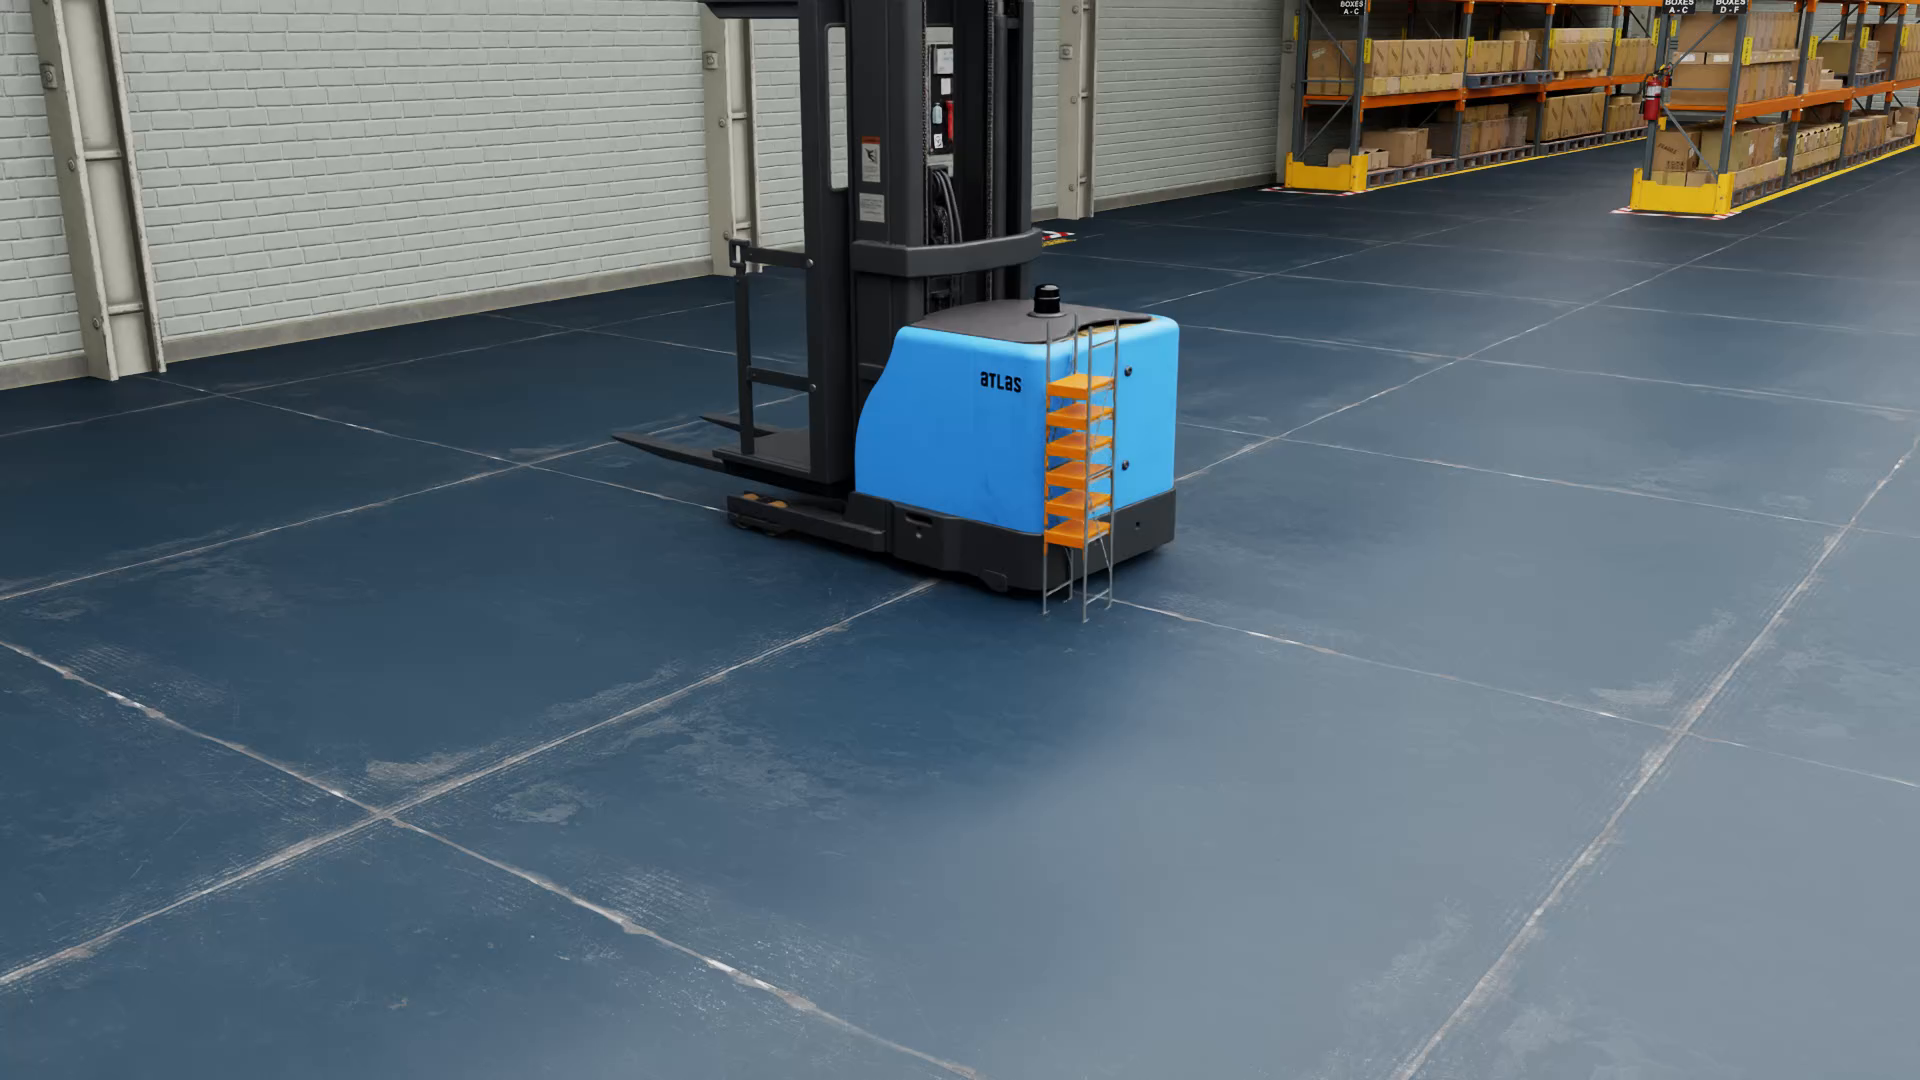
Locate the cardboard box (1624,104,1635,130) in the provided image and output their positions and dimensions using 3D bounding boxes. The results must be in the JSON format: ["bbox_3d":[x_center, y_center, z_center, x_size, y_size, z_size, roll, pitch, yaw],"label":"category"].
[{"bbox_3d":[13.565,-8.813,34.573,0.700,0.500,0.500,13,21,36],"label":"cardboard box"}]

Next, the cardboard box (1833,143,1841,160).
[{"bbox_3d":[13.907,-6.298,26.893,0.500,0.250,0.500,13,21,36],"label":"cardboard box"}]

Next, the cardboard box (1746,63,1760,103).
[{"bbox_3d":[10.156,-6.073,22.073,0.700,0.500,0.500,13,21,35],"label":"cardboard box"}]

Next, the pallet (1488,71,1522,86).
[{"bbox_3d":[8.897,-7.883,28.393,1.003,0.211,1.213,12,21,35],"label":"pallet"}]

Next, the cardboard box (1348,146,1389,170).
[{"bbox_3d":[6.102,-5.758,25.020,0.500,0.311,0.500,15,22,39],"label":"cardboard box"}]

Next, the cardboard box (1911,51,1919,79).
[{"bbox_3d":[17.835,-9.015,31.547,0.500,0.500,0.500,12,21,34],"label":"cardboard box"}]

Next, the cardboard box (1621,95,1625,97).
[{"bbox_3d":[13.786,-9.315,35.094,0.380,0.149,0.250,13,21,35],"label":"cardboard box"}]

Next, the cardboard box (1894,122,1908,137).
[{"bbox_3d":[18.075,-7.987,32.300,0.500,0.250,0.500,12,21,35],"label":"cardboard box"}]

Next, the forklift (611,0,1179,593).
[{"bbox_3d":[-0.476,-1.521,7.699,3.031,2.935,1.130,14,22,38],"label":"forklift"}]

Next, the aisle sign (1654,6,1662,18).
[{"bbox_3d":[15.095,-11.564,35.541,0.394,0.787,0.004,12,21,35],"label":"aisle sign"}]

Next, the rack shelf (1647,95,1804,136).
[{"bbox_3d":[10.450,-5.806,22.595,1.077,0.370,4.000,12,21,35],"label":"rack shelf"}]

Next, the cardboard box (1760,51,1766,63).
[{"bbox_3d":[10.430,-6.393,22.011,0.380,0.149,0.250,12,21,34],"label":"cardboard box"}]

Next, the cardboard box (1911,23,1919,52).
[{"bbox_3d":[17.528,-9.364,30.986,0.500,0.500,0.500,12,21,33],"label":"cardboard box"}]

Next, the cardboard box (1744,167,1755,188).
[{"bbox_3d":[10.349,-4.888,22.353,0.500,0.250,0.500,12,21,35],"label":"cardboard box"}]

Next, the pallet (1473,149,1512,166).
[{"bbox_3d":[8.850,-6.646,28.789,1.003,0.211,1.213,12,21,35],"label":"pallet"}]

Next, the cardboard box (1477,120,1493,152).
[{"bbox_3d":[8.690,-6.941,28.511,0.700,0.500,0.500,13,21,35],"label":"cardboard box"}]

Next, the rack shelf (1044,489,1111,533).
[{"bbox_3d":[0.479,-0.123,6.668,0.180,0.103,0.258,11,21,31],"label":"rack shelf"}]

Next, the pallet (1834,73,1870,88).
[{"bbox_3d":[14.372,-7.661,27.678,1.213,0.211,1.003,12,21,35],"label":"pallet"}]

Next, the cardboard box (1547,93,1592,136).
[{"bbox_3d":[11.617,-8.190,31.975,0.750,0.750,0.750,13,22,36],"label":"cardboard box"}]

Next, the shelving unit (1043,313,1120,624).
[{"bbox_3d":[0.479,-0.280,6.618,0.189,1.200,0.258,11,21,31],"label":"shelving unit"}]

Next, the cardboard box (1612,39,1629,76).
[{"bbox_3d":[12.764,-9.675,33.336,0.980,0.700,0.700,13,21,36],"label":"cardboard box"}]

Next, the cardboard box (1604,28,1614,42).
[{"bbox_3d":[12.354,-9.807,32.297,0.500,0.250,0.500,13,22,36],"label":"cardboard box"}]

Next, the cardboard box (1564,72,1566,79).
[{"bbox_3d":[11.008,-8.632,30.872,0.380,0.149,0.250,13,21,36],"label":"cardboard box"}]

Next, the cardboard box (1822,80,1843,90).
[{"bbox_3d":[13.711,-7.195,26.280,0.380,0.149,0.250,12,21,35],"label":"cardboard box"}]

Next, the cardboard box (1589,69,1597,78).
[{"bbox_3d":[12.021,-8.973,31.972,0.380,0.149,0.250,12,21,35],"label":"cardboard box"}]

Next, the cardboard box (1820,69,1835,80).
[{"bbox_3d":[13.773,-7.457,26.849,0.500,0.311,0.500,14,22,38],"label":"cardboard box"}]

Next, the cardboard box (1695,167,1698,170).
[{"bbox_3d":[9.628,-4.862,22.270,0.500,0.250,0.500,12,21,35],"label":"cardboard box"}]

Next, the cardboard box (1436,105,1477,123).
[{"bbox_3d":[8.346,-7.158,27.946,0.500,0.250,0.500,12,21,34],"label":"cardboard box"}]

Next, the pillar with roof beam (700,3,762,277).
[{"bbox_3d":[1.307,-6.113,12.256,9.100,9.000,0.400,12,21,35],"label":"pillar with roof beam"}]

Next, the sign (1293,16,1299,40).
[{"bbox_3d":[4.844,-7.354,23.883,0.100,0.325,0.005,12,21,35],"label":"sign"}]

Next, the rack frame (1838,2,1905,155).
[{"bbox_3d":[16.408,-8.531,30.158,1.000,3.000,0.127,12,21,35],"label":"rack frame"}]

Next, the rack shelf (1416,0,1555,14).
[{"bbox_3d":[8.852,-9.066,28.034,1.077,0.370,4.000,12,21,35],"label":"rack shelf"}]

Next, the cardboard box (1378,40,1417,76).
[{"bbox_3d":[6.419,-7.142,24.640,0.500,0.500,0.500,12,21,33],"label":"cardboard box"}]

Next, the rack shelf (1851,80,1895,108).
[{"bbox_3d":[15.216,-7.711,28.731,1.077,0.370,4.000,12,21,35],"label":"rack shelf"}]

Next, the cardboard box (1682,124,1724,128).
[{"bbox_3d":[10.221,-5.459,22.927,0.500,0.500,0.500,12,21,35],"label":"cardboard box"}]

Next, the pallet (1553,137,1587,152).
[{"bbox_3d":[11.302,-7.585,31.813,1.003,0.211,1.213,12,21,35],"label":"pallet"}]

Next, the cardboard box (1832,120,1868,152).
[{"bbox_3d":[15.136,-6.897,28.369,0.500,0.500,0.500,12,21,34],"label":"cardboard box"}]

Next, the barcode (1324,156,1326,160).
[{"bbox_3d":[5.451,-5.702,24.823,0.001,0.075,0.075,12,21,35],"label":"barcode"}]

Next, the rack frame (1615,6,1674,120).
[{"bbox_3d":[14.811,-10.358,36.042,1.000,3.000,0.127,12,21,35],"label":"rack frame"}]

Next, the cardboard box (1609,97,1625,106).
[{"bbox_3d":[13.306,-8.932,33.860,0.380,0.149,0.250,13,22,37],"label":"cardboard box"}]

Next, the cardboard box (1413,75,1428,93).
[{"bbox_3d":[6.732,-6.912,25.163,0.500,0.250,0.500,13,21,35],"label":"cardboard box"}]

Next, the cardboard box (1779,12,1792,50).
[{"bbox_3d":[11.082,-7.066,23.083,0.700,0.500,0.500,12,21,35],"label":"cardboard box"}]

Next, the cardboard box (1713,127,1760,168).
[{"bbox_3d":[10.340,-5.248,22.249,0.500,0.500,0.500,12,21,35],"label":"cardboard box"}]

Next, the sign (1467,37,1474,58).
[{"bbox_3d":[8.101,-7.820,26.407,0.100,0.325,0.005,12,21,35],"label":"sign"}]

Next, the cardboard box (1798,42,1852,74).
[{"bbox_3d":[14.309,-7.997,27.560,0.700,0.500,0.500,5,18,16],"label":"cardboard box"}]

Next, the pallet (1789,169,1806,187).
[{"bbox_3d":[12.049,-5.477,25.023,1.003,0.211,1.213,12,21,35],"label":"pallet"}]

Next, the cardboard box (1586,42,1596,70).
[{"bbox_3d":[11.753,-9.209,31.637,0.500,0.500,0.500,12,21,35],"label":"cardboard box"}]

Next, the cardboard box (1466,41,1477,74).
[{"bbox_3d":[7.991,-7.873,27.129,0.700,0.500,0.500,12,21,35],"label":"cardboard box"}]

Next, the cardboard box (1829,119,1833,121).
[{"bbox_3d":[14.702,-6.982,28.643,0.500,0.500,0.500,12,21,33],"label":"cardboard box"}]

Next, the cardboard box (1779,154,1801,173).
[{"bbox_3d":[12.081,-5.565,24.536,0.500,0.250,0.500,12,21,33],"label":"cardboard box"}]

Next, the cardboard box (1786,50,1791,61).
[{"bbox_3d":[11.348,-6.759,23.190,0.380,0.149,0.250,12,21,33],"label":"cardboard box"}]

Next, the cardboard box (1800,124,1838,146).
[{"bbox_3d":[13.606,-6.441,26.408,0.500,0.311,0.500,12,21,34],"label":"cardboard box"}]
